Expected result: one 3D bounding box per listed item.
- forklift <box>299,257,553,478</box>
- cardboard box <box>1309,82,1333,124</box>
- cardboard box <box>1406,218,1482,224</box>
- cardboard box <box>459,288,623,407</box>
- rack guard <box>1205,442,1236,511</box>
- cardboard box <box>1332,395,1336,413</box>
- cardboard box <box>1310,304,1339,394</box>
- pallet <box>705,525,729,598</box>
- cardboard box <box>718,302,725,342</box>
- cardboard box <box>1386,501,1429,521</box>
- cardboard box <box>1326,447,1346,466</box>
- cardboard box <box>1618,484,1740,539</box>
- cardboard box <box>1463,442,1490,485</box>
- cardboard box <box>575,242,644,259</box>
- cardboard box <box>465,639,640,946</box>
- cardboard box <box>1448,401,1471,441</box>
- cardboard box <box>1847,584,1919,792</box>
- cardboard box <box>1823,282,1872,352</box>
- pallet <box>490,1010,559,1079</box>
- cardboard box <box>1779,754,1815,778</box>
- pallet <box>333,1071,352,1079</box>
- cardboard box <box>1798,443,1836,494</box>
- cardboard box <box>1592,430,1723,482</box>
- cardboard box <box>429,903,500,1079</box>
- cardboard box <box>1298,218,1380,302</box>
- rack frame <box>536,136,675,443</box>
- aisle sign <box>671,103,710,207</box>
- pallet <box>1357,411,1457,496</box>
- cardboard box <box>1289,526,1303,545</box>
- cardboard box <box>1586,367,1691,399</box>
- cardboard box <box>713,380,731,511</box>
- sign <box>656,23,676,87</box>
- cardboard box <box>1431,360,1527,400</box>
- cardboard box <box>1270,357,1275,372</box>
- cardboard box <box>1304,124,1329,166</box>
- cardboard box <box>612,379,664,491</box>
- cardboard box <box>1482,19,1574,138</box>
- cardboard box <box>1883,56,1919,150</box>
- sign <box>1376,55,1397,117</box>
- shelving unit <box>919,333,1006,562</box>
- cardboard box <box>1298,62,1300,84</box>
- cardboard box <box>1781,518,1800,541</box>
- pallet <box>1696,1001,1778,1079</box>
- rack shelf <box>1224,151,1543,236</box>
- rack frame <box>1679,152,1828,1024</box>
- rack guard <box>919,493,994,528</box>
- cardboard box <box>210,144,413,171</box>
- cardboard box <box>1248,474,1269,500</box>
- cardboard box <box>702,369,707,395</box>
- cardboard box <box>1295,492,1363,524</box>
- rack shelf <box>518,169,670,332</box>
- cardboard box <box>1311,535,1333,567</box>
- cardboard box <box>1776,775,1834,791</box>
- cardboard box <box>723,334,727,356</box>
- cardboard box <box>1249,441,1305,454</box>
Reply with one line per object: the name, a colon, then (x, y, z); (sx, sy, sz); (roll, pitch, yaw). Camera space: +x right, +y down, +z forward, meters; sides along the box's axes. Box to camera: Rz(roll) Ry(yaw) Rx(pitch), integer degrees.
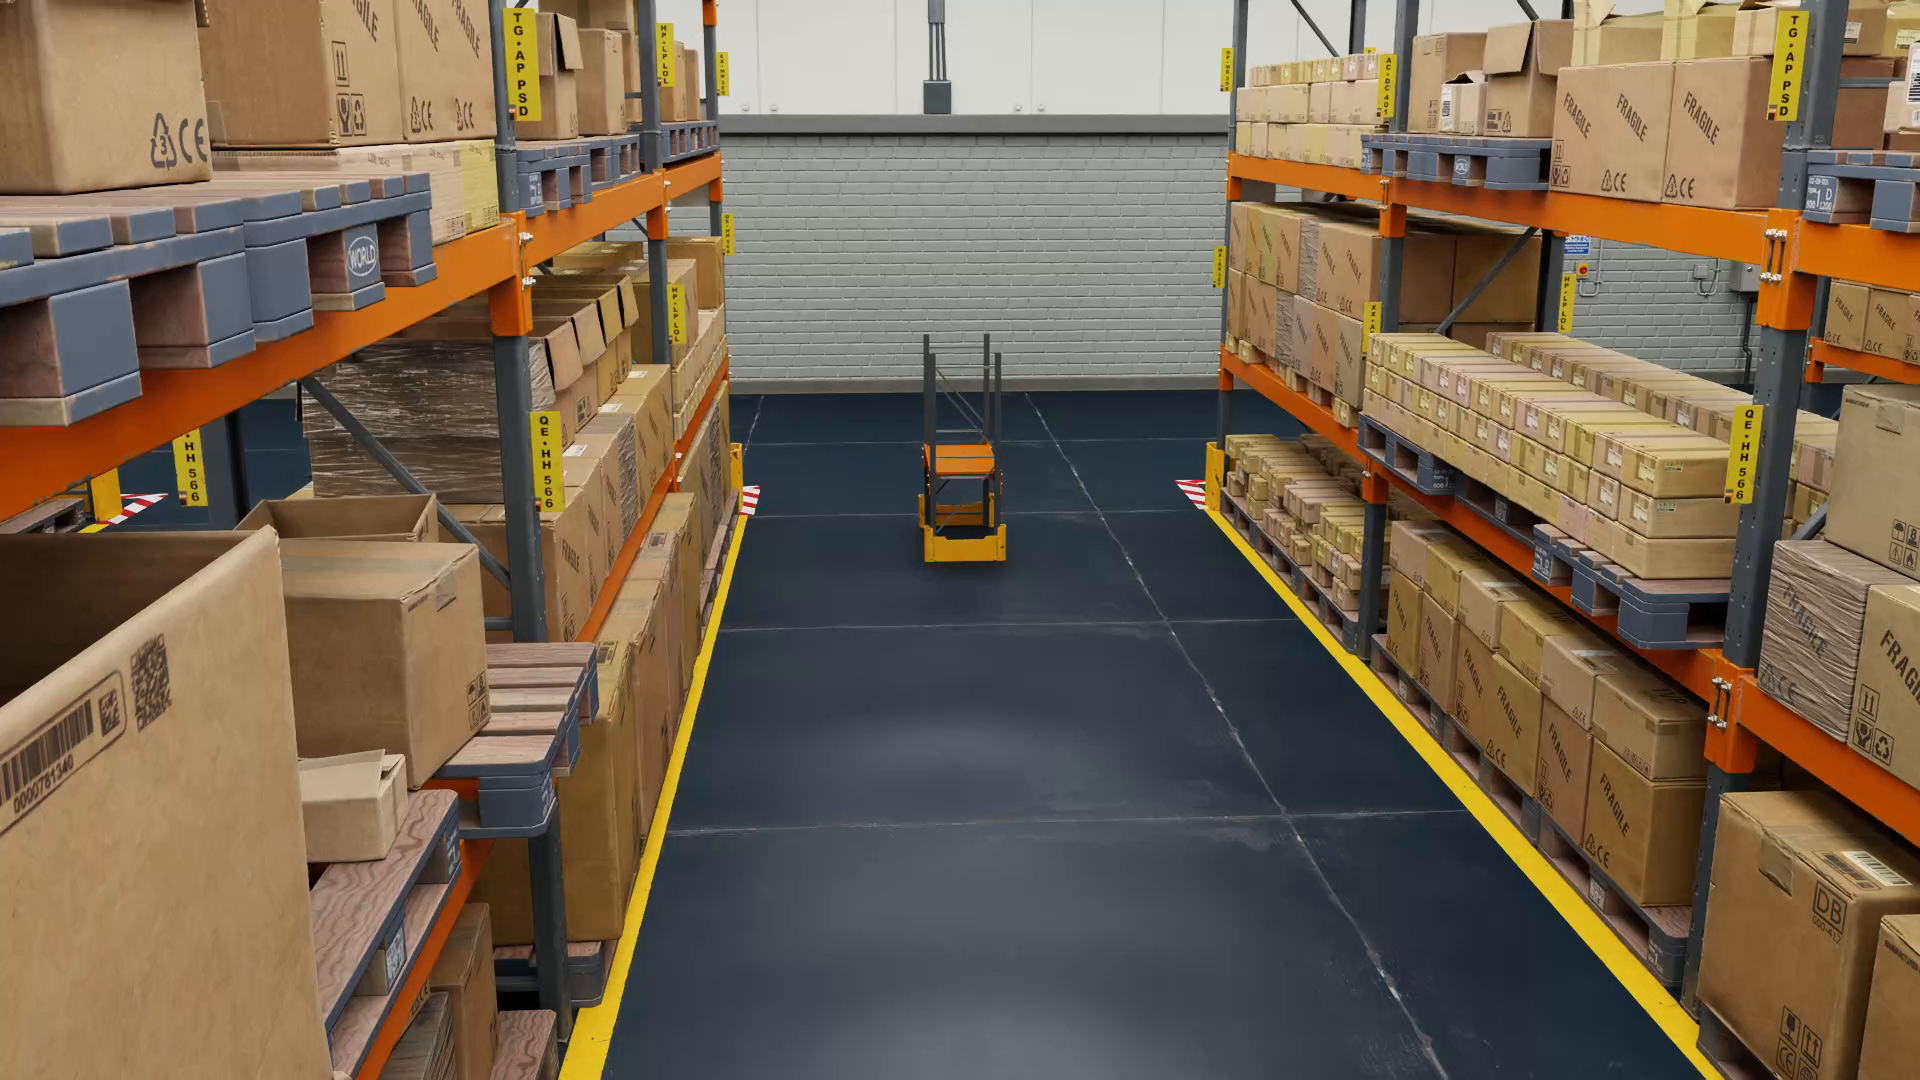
forklift: (-4.086, -1.920, 14.106); (3.031, 2.935, 1.130); (-12, 19, -40)
cardboard box: (2.510, -2.753, 10.483); (0.500, 0.250, 0.500); (0, 14, -1)
cardboard box: (3.018, -1.808, 10.728); (0.500, 0.500, 0.500); (-1, 14, -3)
cardboard box: (-2.028, -0.914, 7.844); (0.797, 0.503, 0.637); (-1, 14, -3)
rack guard: (2.607, -0.526, 13.567); (1.175, 0.500, 0.348); (-1, 14, -3)
cardboard box: (2.517, -0.836, 10.260); (0.380, 0.149, 0.250); (0, 14, -1)
cardboard box: (2.507, -1.198, 10.366); (0.500, 0.500, 0.500); (-1, 14, -5)
pallet: (-2.154, 0.147, 11.532); (1.003, 0.211, 1.213); (-1, 14, -3)
cardboard box: (-2.059, -1.659, 12.658); (0.500, 0.250, 0.500); (-1, 14, -4)
cardboard box: (2.974, -0.156, 10.799); (0.380, 0.149, 0.250); (-1, 14, -5)
cardboard box: (2.989, -0.613, 12.572); (0.380, 0.149, 0.250); (-1, 14, -5)
cardboard box: (2.613, -0.107, 5.988); (0.380, 0.149, 0.250); (-1, 14, -2)
cardboard box: (2.514, -0.350, 7.528); (0.380, 0.149, 0.250); (-2, 15, -6)
cardboard box: (-2.563, -1.891, 12.054); (0.500, 0.500, 0.500); (-1, 14, -5)
cardboard box: (-1.881, 0.939, 6.277); (1.225, 0.875, 0.875); (-2, 15, -6)
cardboard box: (2.502, -0.555, 7.728); (0.380, 0.149, 0.250); (-1, 14, -4)
cardboard box: (2.891, 0.428, 4.642); (0.500, 0.500, 0.500); (-1, 14, -4)
cardboard box: (7.280, -1.782, 13.230); (0.500, 0.500, 0.500); (-1, 14, -4)
pallet: (-1.812, 1.830, 4.988); (1.003, 0.211, 1.213); (-1, 14, -3)
cardboard box: (3.297, 0.703, 6.443); (0.500, 0.250, 0.500); (-2, 15, -6)
pallet: (-1.513, 1.181, 2.301); (1.003, 0.211, 1.213); (-1, 14, -3)
cardboard box: (3.262, -0.255, 5.964); (0.380, 0.149, 0.250); (-1, 14, -3)
cardboard box: (2.597, -0.313, 6.190); (0.380, 0.149, 0.250); (-1, 14, -4)
cardboard box: (-1.797, 1.449, 5.007); (0.700, 0.500, 0.500); (-2, 15, -6)
cardboard box: (2.496, -1.806, 10.722); (0.500, 0.500, 0.500); (-1, 14, -2)
rack frame: (-2.107, -0.709, 9.263); (1.000, 3.000, 0.127); (-1, 14, -3)
aisle sign: (-2.059, -2.985, 12.893); (0.394, 0.787, 0.004); (-1, 14, -3)
pallet: (2.752, -0.475, 8.739); (1.003, 0.211, 1.213); (-1, 14, -3)
cardboard box: (2.473, 0.001, 11.381); (0.380, 0.149, 0.250); (-1, 14, -2)
cardboard box: (3.150, -0.709, 7.731); (0.380, 0.149, 0.250); (-2, 15, -6)
cardboard box: (-2.235, -0.720, 12.728); (0.875, 0.875, 0.875); (-1, 14, -3)
sign: (-1.566, -2.575, 8.827); (0.100, 0.325, 0.005); (-1, 14, -3)
cardboard box: (2.482, -0.767, 7.953); (0.380, 0.149, 0.250); (-1, 14, -4)
cardboard box: (2.461, -1.288, 12.015); (0.380, 0.149, 0.250); (-1, 14, -4)
cardboard box: (2.499, -2.509, 10.540); (0.500, 0.250, 0.500); (-1, 14, -4)
cardboard box: (-1.781, -0.522, 8.336); (0.500, 0.500, 0.500); (0, 14, -2)
cardboard box: (2.815, -2.080, 7.523); (0.797, 0.503, 0.637); (-1, 14, -4)
cardboard box: (3.328, -1.413, 5.778); (0.500, 0.500, 0.500); (-1, 14, -3)
sign: (2.309, -2.453, 8.984); (0.100, 0.325, 0.005); (-1, 14, -3)
shelving unit: (0.005, -0.707, 12.266); (0.587, 1.500, 1.083); (-1, 14, -3)
cardboard box: (2.462, -3.100, 11.032); (0.380, 0.149, 0.250); (0, 14, -2)
cardboard box: (3.255, -0.029, 6.279); (0.380, 0.149, 0.250); (0, 14, -1)
pallet: (3.072, 1.782, 5.177); (1.003, 0.211, 1.213); (-1, 14, -3)
rack shelf: (2.726, -2.362, 11.112); (1.077, 0.370, 4.000); (-1, 14, -3)
rack frame: (3.098, 0.234, 5.596); (1.000, 3.000, 0.127); (-1, 14, -3)
rack guard: (-0.026, -0.226, 12.903); (0.587, 0.250, 0.087); (-1, 14, -3)
cardboard box: (-1.512, -0.732, 3.632); (0.500, 0.250, 0.500); (0, 14, -2)
cardboard box: (2.350, -0.394, 12.319); (0.380, 0.149, 0.250); (0, 14, -2)
cardboard box: (-1.891, -1.054, 11.107); (0.380, 0.149, 0.250); (-1, 14, -5)
cardboard box: (2.443, -0.212, 11.016); (0.380, 0.149, 0.250); (-2, 15, -6)
rack shelf: (-1.983, -1.316, 7.045); (1.077, 0.370, 4.000); (-1, 14, -3)
cardboard box: (2.450, 0.066, 10.533); (0.380, 0.149, 0.250); (-1, 14, -5)
cardboard box: (3.309, 1.062, 6.554); (0.500, 0.500, 0.500); (-2, 15, -6)
cardboard box: (-2.004, -1.499, 12.836); (0.380, 0.149, 0.250); (-1, 14, -2)
cardboard box: (2.433, -0.664, 12.772); (0.380, 0.149, 0.250); (-1, 14, -2)
